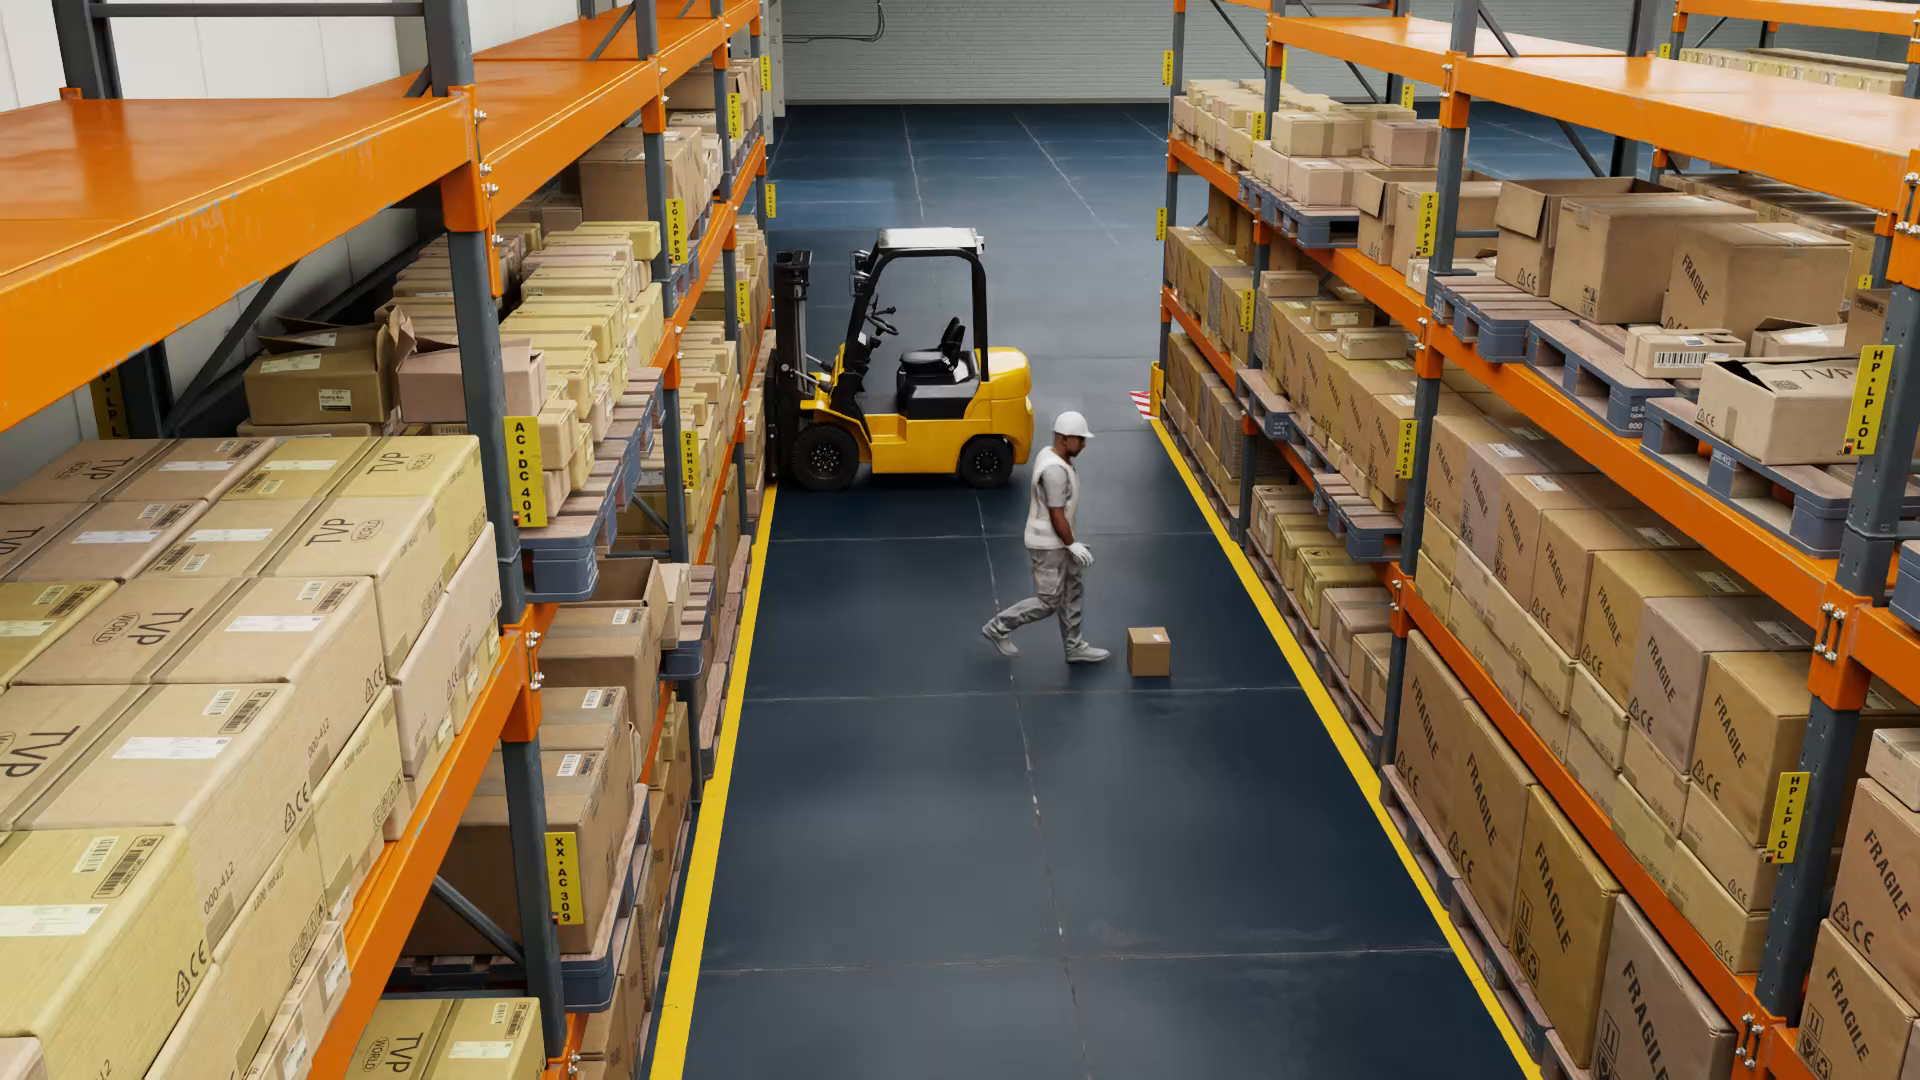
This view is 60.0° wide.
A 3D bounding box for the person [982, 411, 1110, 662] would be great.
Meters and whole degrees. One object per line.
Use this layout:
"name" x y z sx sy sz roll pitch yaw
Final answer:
"person" 0.586 0.004 11.026 0.860 1.759 0.567 4 20 10
